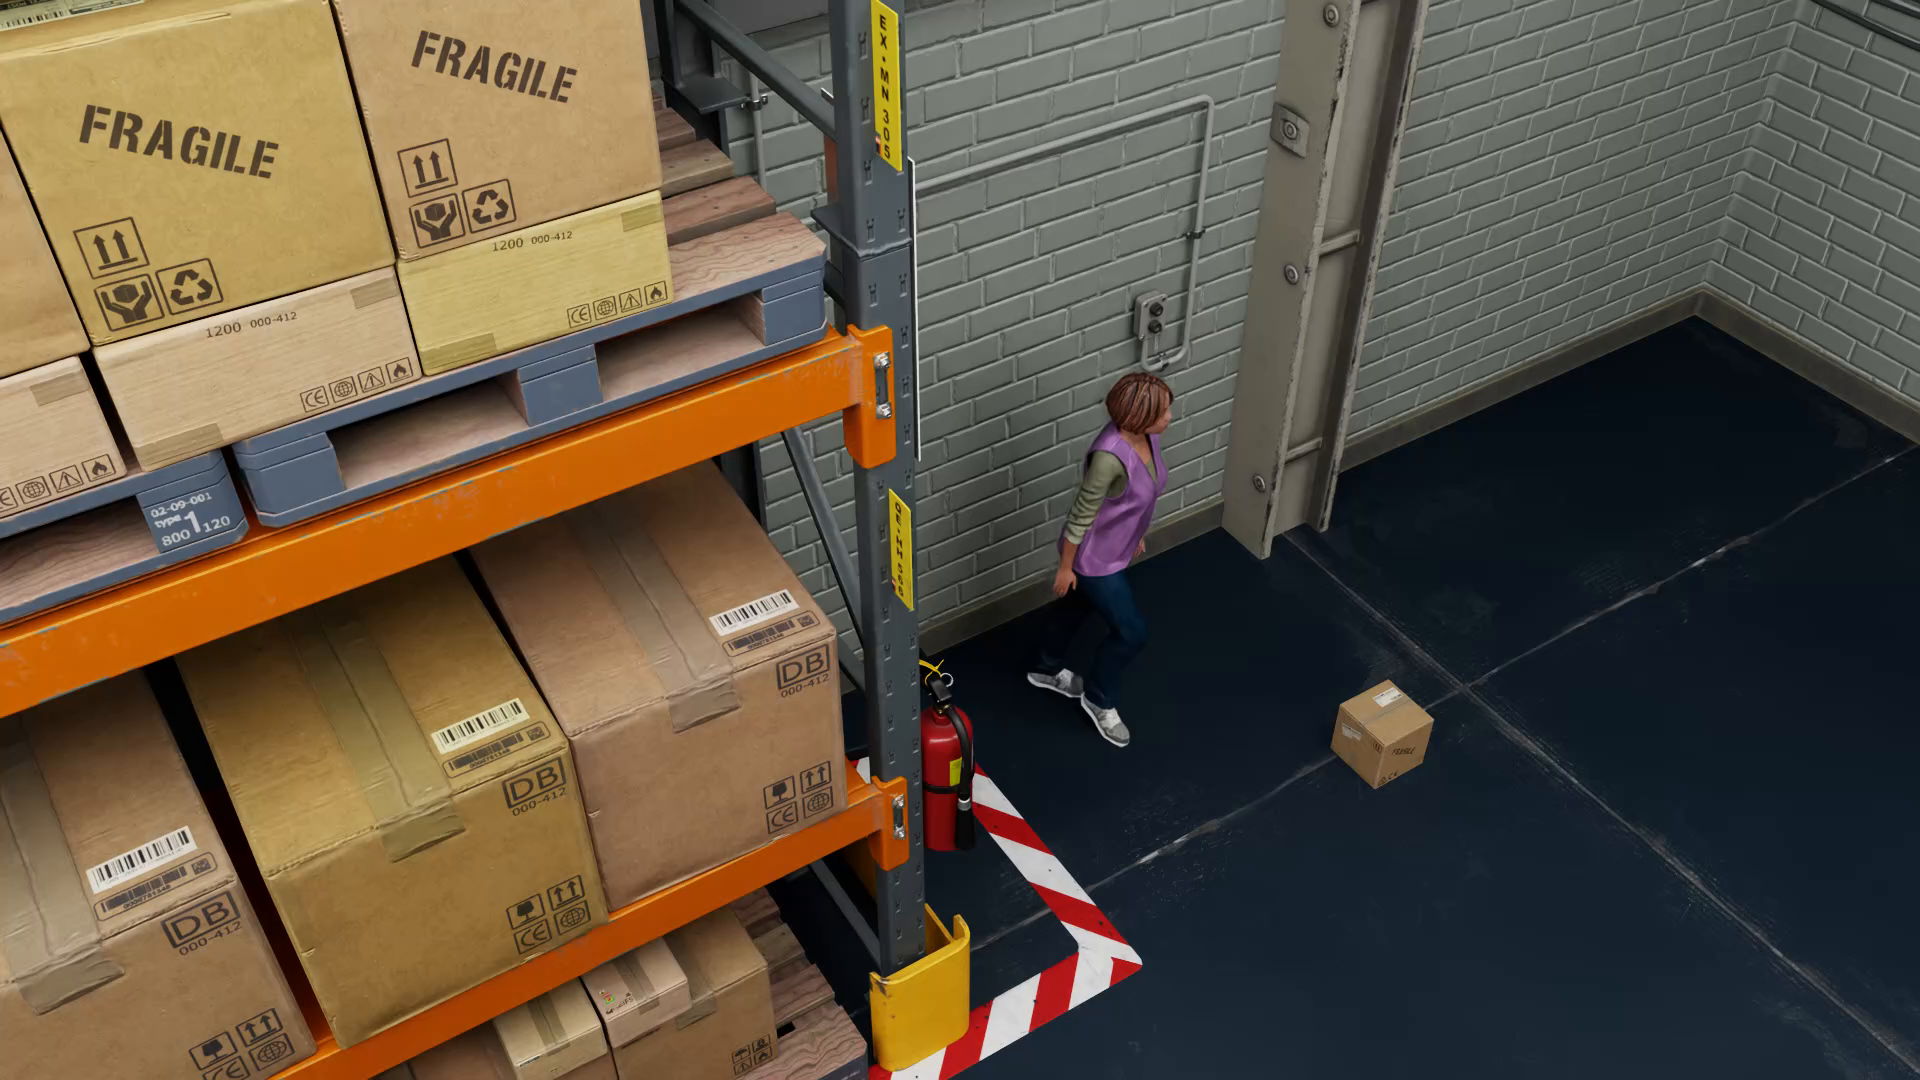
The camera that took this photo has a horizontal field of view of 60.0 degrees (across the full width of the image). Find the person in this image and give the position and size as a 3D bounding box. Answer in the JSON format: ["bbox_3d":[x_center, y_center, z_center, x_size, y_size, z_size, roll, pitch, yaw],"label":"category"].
[{"bbox_3d":[0.494,0.032,6.129,0.512,1.607,0.441,14,43,15],"label":"person"}]
